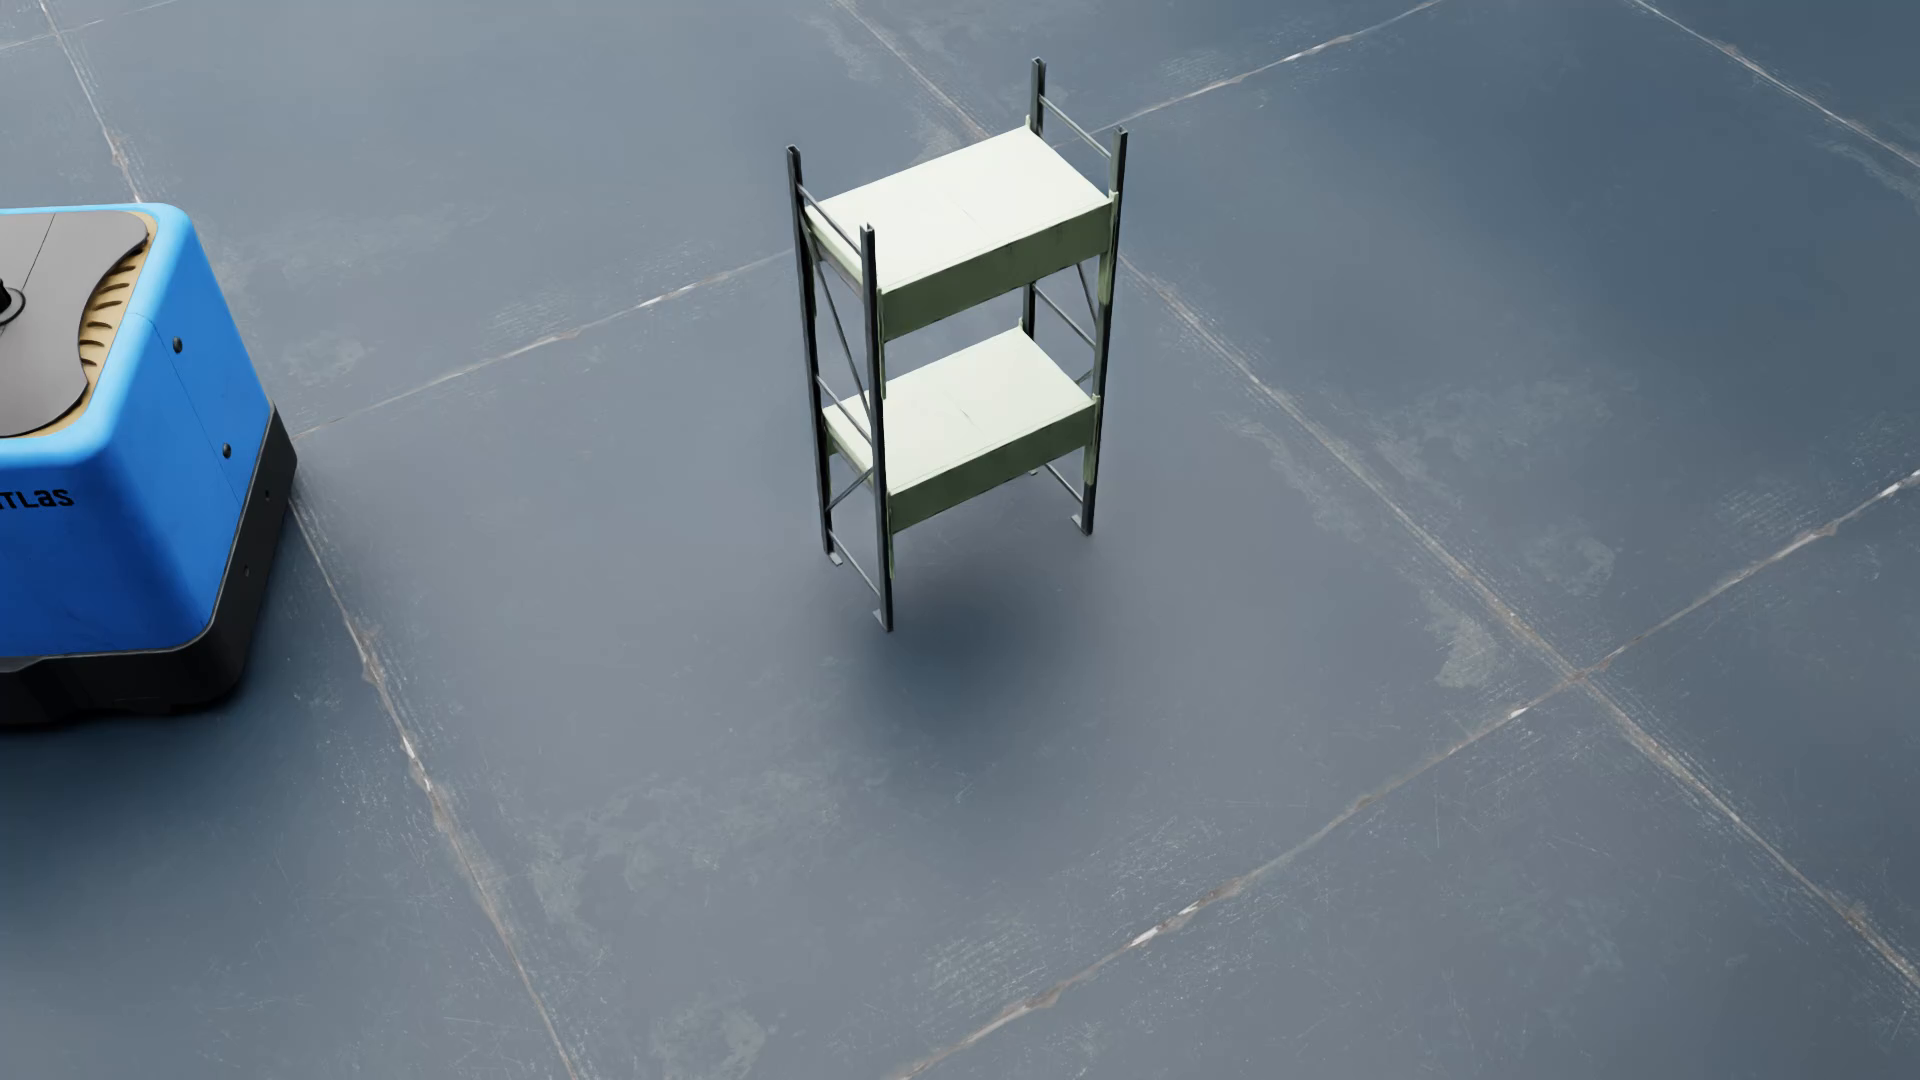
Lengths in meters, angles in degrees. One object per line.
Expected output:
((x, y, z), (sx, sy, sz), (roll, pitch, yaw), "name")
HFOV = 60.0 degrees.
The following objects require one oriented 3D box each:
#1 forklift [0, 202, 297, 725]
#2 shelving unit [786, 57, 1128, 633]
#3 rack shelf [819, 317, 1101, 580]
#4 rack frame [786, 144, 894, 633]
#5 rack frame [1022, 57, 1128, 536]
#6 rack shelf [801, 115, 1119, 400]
((-3.621, -0.774, 3.977), (3.031, 2.935, 1.130), (-3, 48, -3), "forklift")
((-0.006, -0.496, 4.688), (0.755, 1.500, 0.431), (-25, 53, -21), "shelving unit")
((-0.006, -0.279, 4.931), (0.720, 0.370, 0.431), (-25, 53, -21), "rack shelf")
((-0.315, -0.350, 4.558), (0.023, 1.500, 0.400), (-25, 53, -21), "rack frame")
((0.304, -0.642, 4.817), (0.023, 1.500, 0.400), (-25, 53, -21), "rack frame")
((-0.006, -0.756, 4.396), (0.720, 0.370, 0.431), (-25, 53, -21), "rack shelf")
